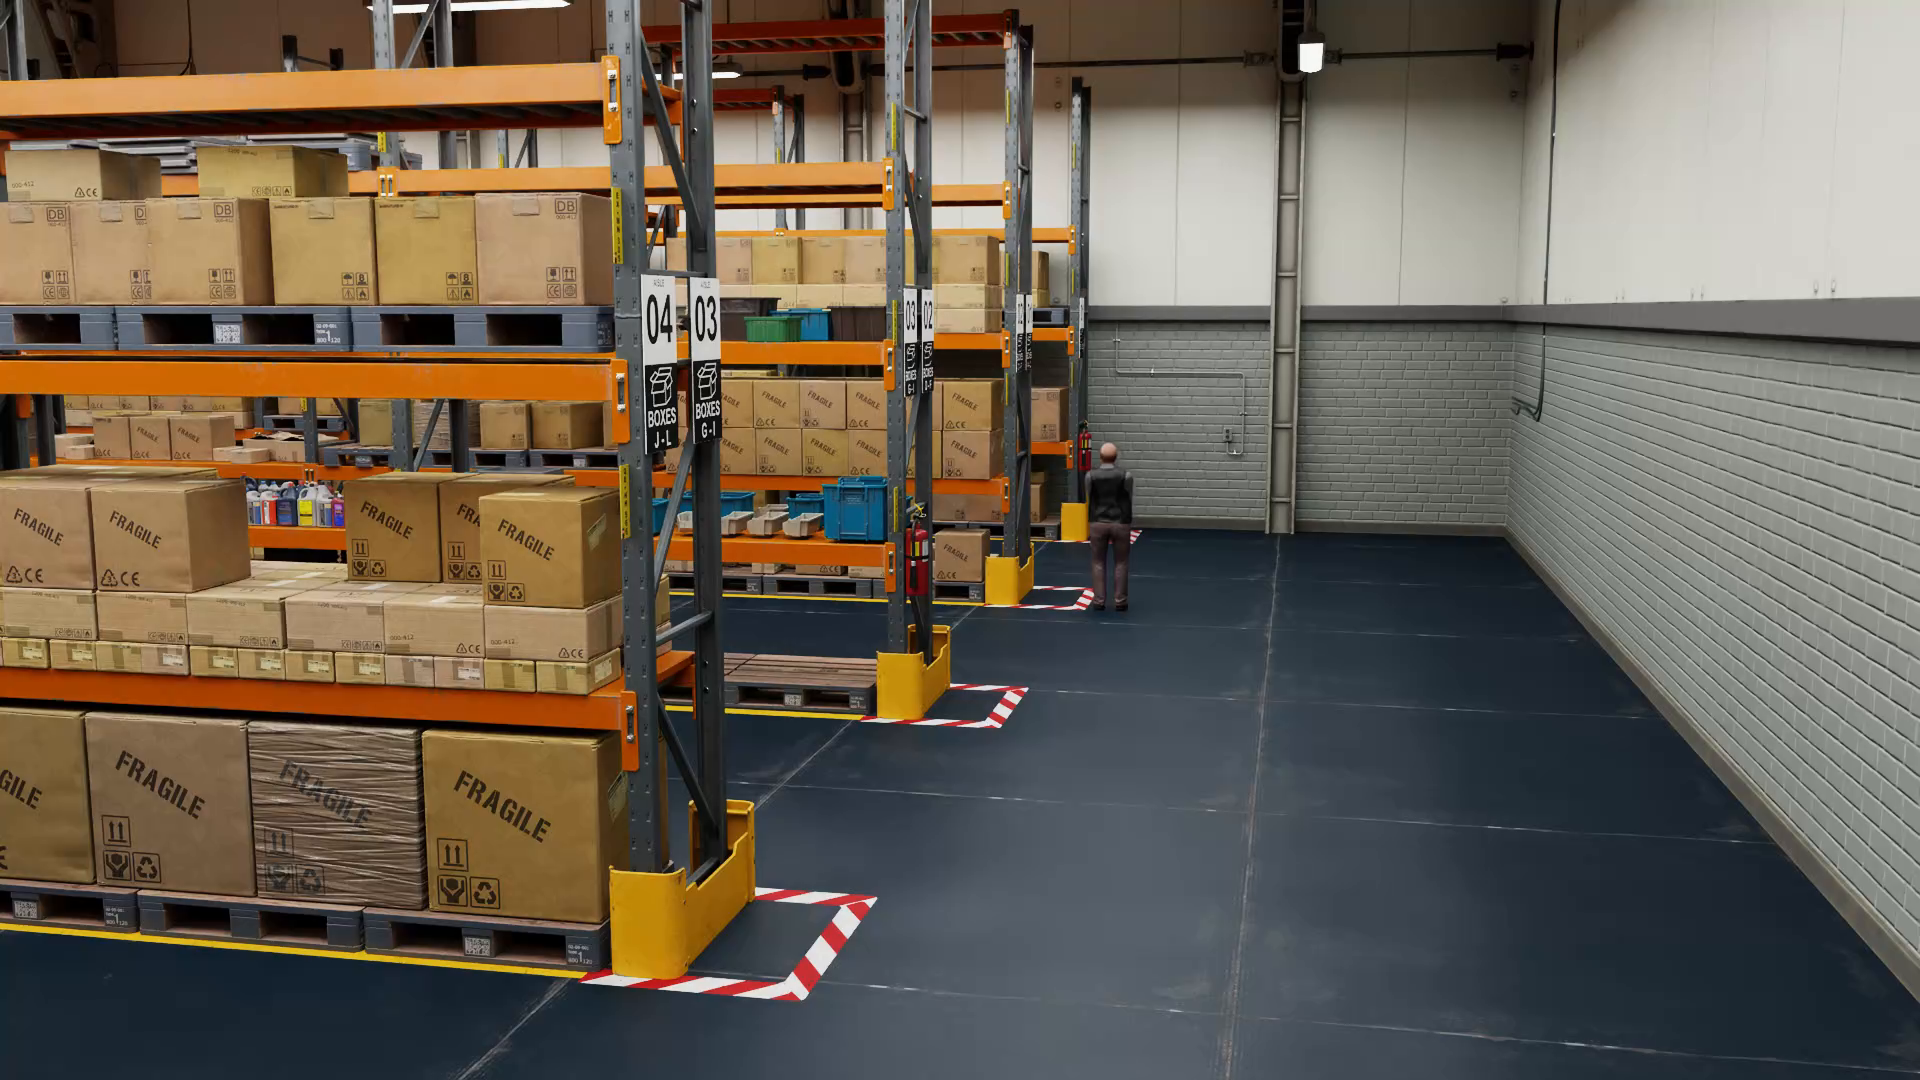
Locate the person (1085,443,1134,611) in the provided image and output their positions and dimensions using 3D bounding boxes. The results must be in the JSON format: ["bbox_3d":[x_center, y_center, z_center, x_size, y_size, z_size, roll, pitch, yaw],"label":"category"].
[{"bbox_3d":[1.525,-0.146,16.983,0.495,1.716,0.554,1,8,10],"label":"person"}]
